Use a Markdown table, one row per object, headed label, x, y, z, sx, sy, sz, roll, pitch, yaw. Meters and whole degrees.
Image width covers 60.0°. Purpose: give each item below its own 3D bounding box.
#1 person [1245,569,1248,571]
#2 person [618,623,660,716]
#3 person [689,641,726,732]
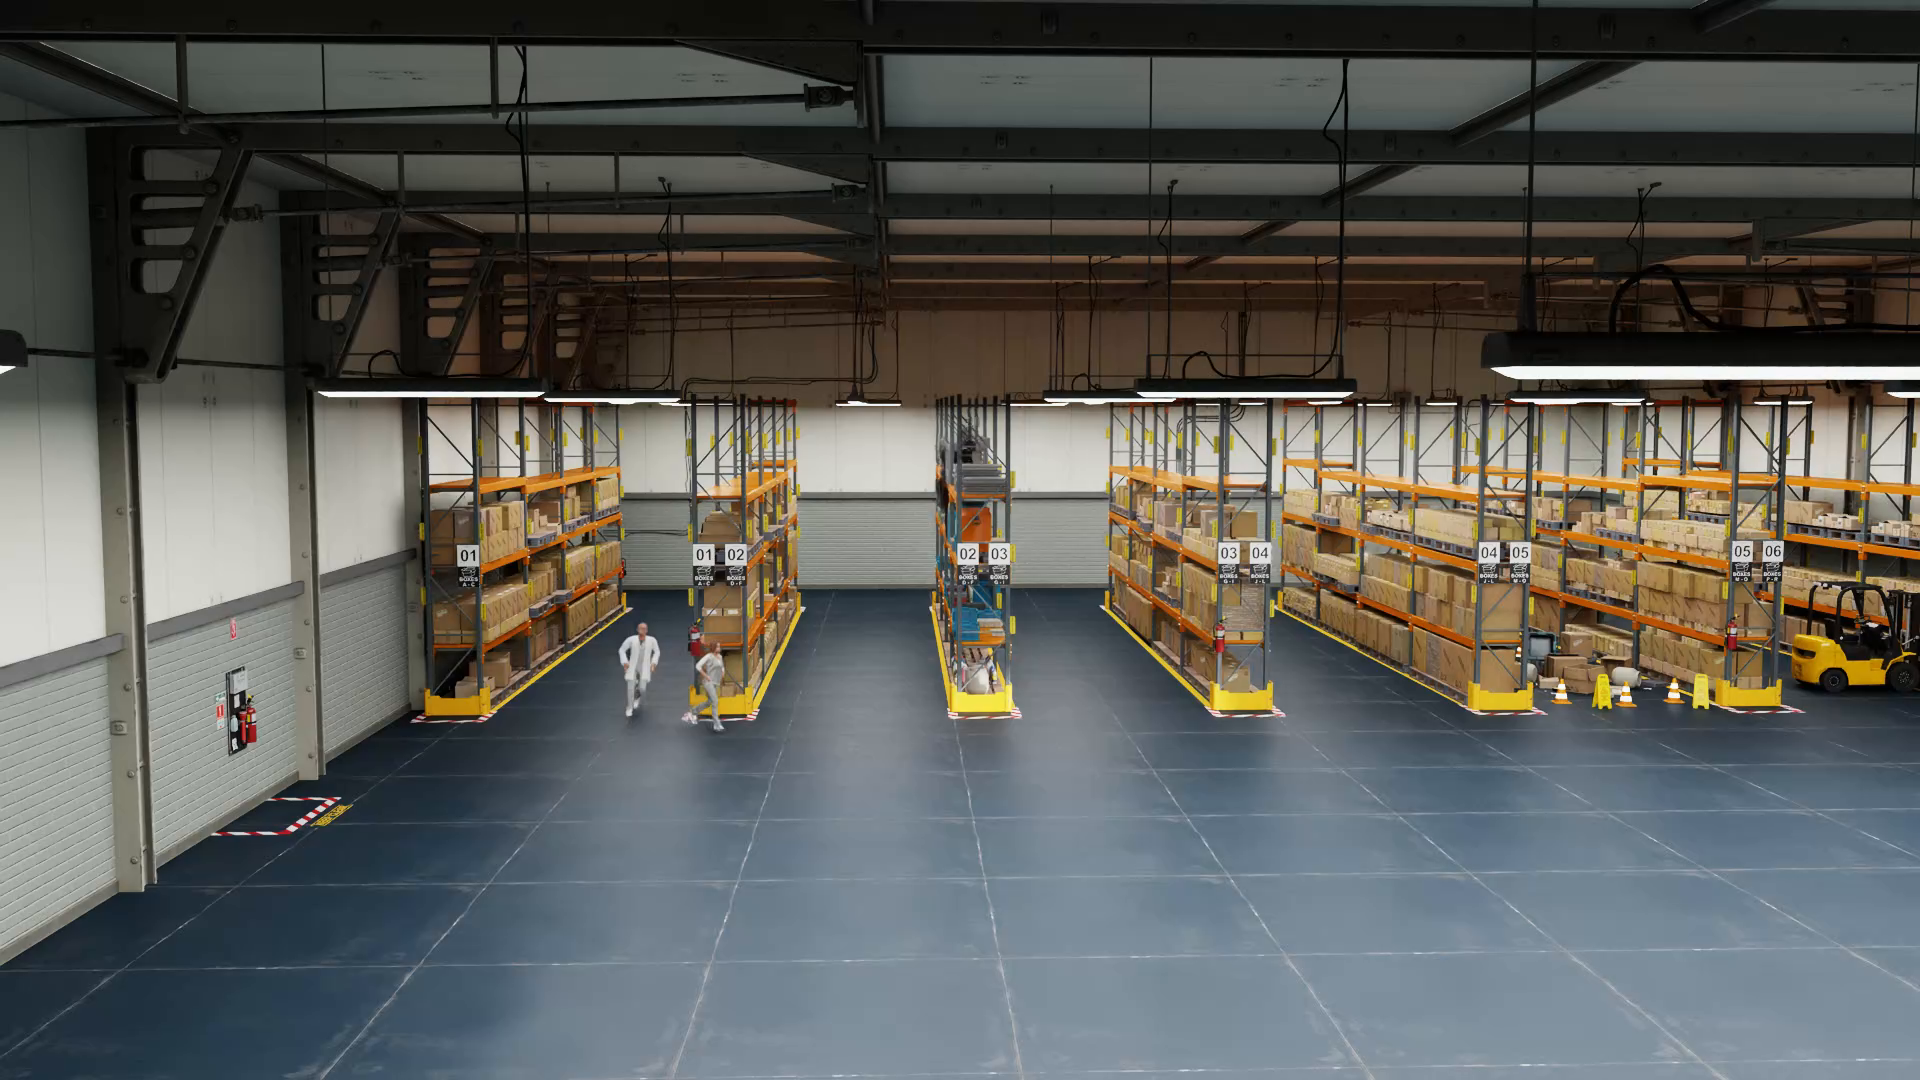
| label | x | y | z | sx | sy | sz | roll | pitch | yaw |
| --- | --- | --- | --- | --- | --- | --- | --- | --- | --- |
| person | 7.994 | 1.095 | 47.384 | 0.727 | 1.754 | 0.914 | 2 | 5 | 24 |
| person | -6.021 | 2.422 | 31.254 | 0.769 | 1.726 | 0.587 | -1 | 5 | -15 |
| person | -4.466 | 2.608 | 29.814 | 0.839 | 1.574 | 0.566 | 2 | 5 | 28 |
